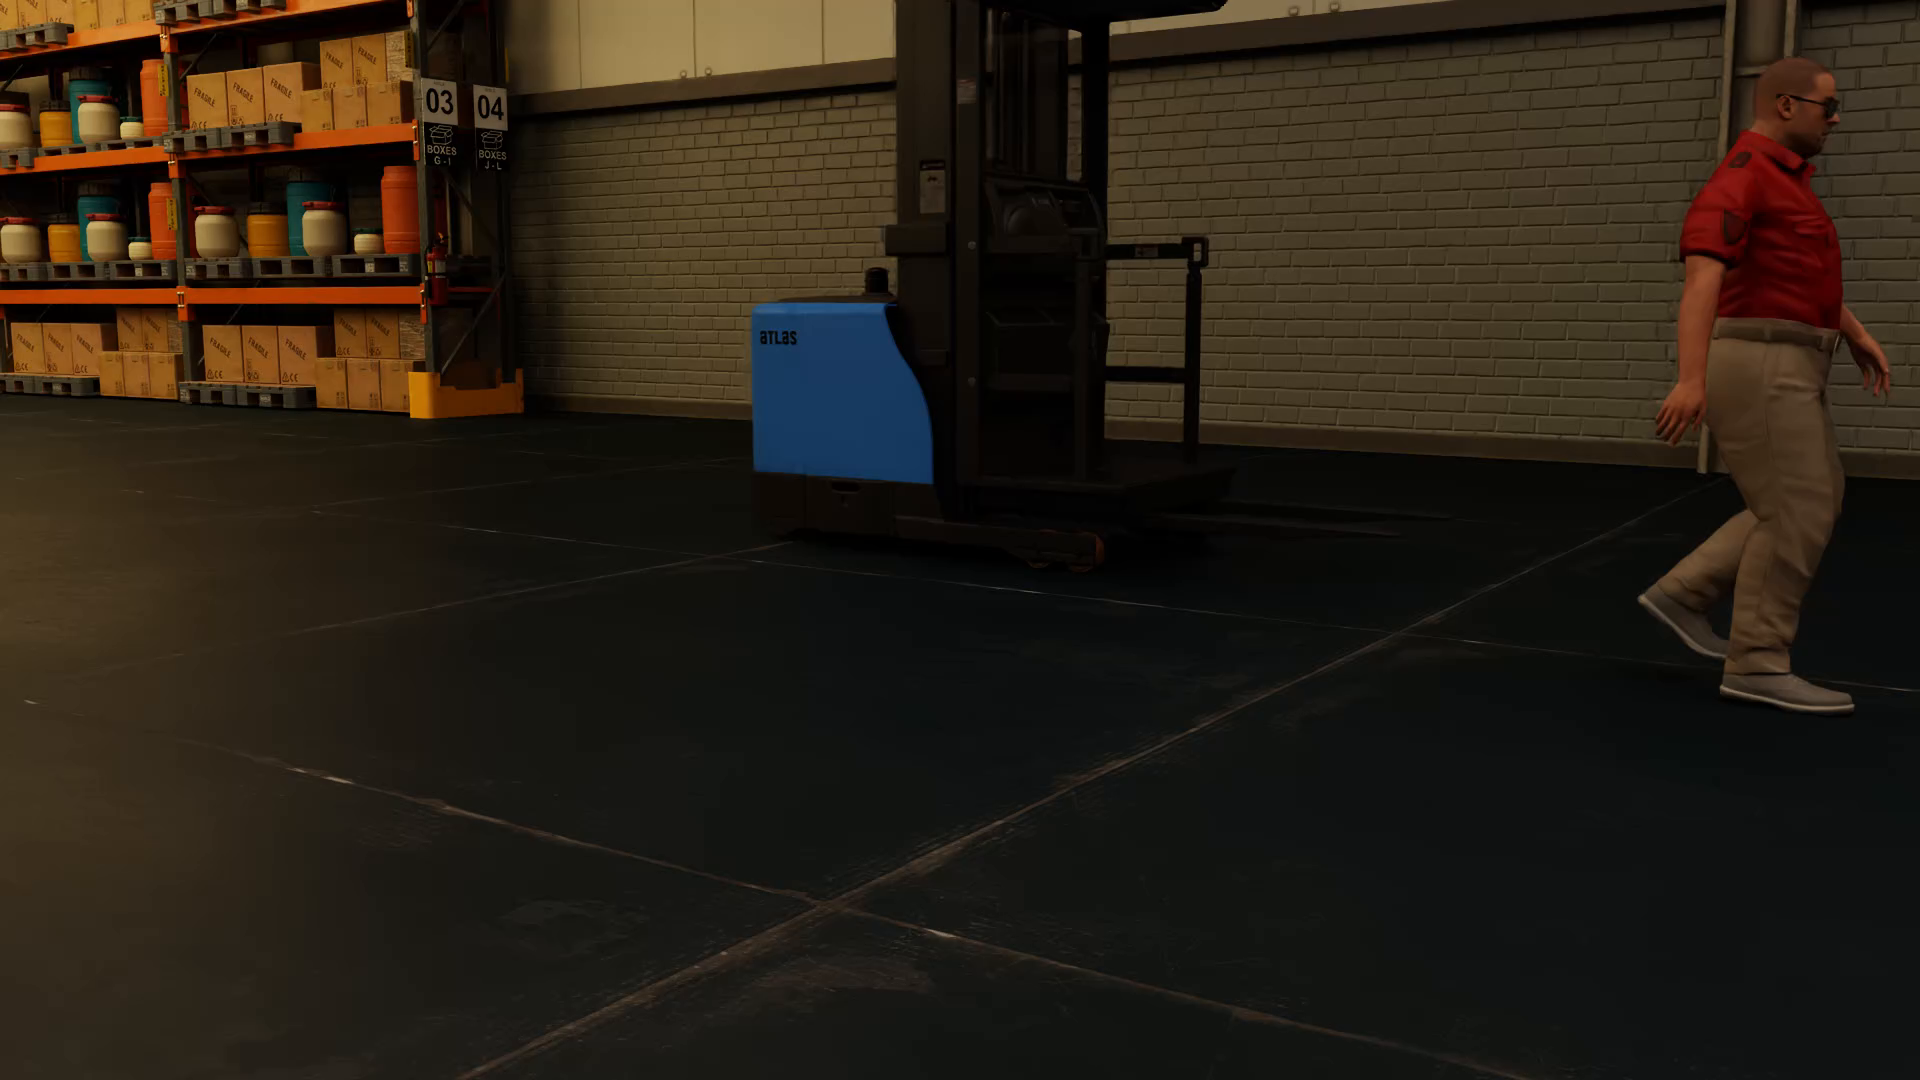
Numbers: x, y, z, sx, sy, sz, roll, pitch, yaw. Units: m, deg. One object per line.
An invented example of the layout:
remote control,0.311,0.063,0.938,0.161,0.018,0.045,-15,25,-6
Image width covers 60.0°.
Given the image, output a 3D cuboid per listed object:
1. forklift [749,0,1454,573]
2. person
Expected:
forklift,0.541,-1.403,7.062,3.031,2.935,1.130,5,10,33
person,2.156,-0.418,4.489,0.595,1.710,0.792,5,9,31
